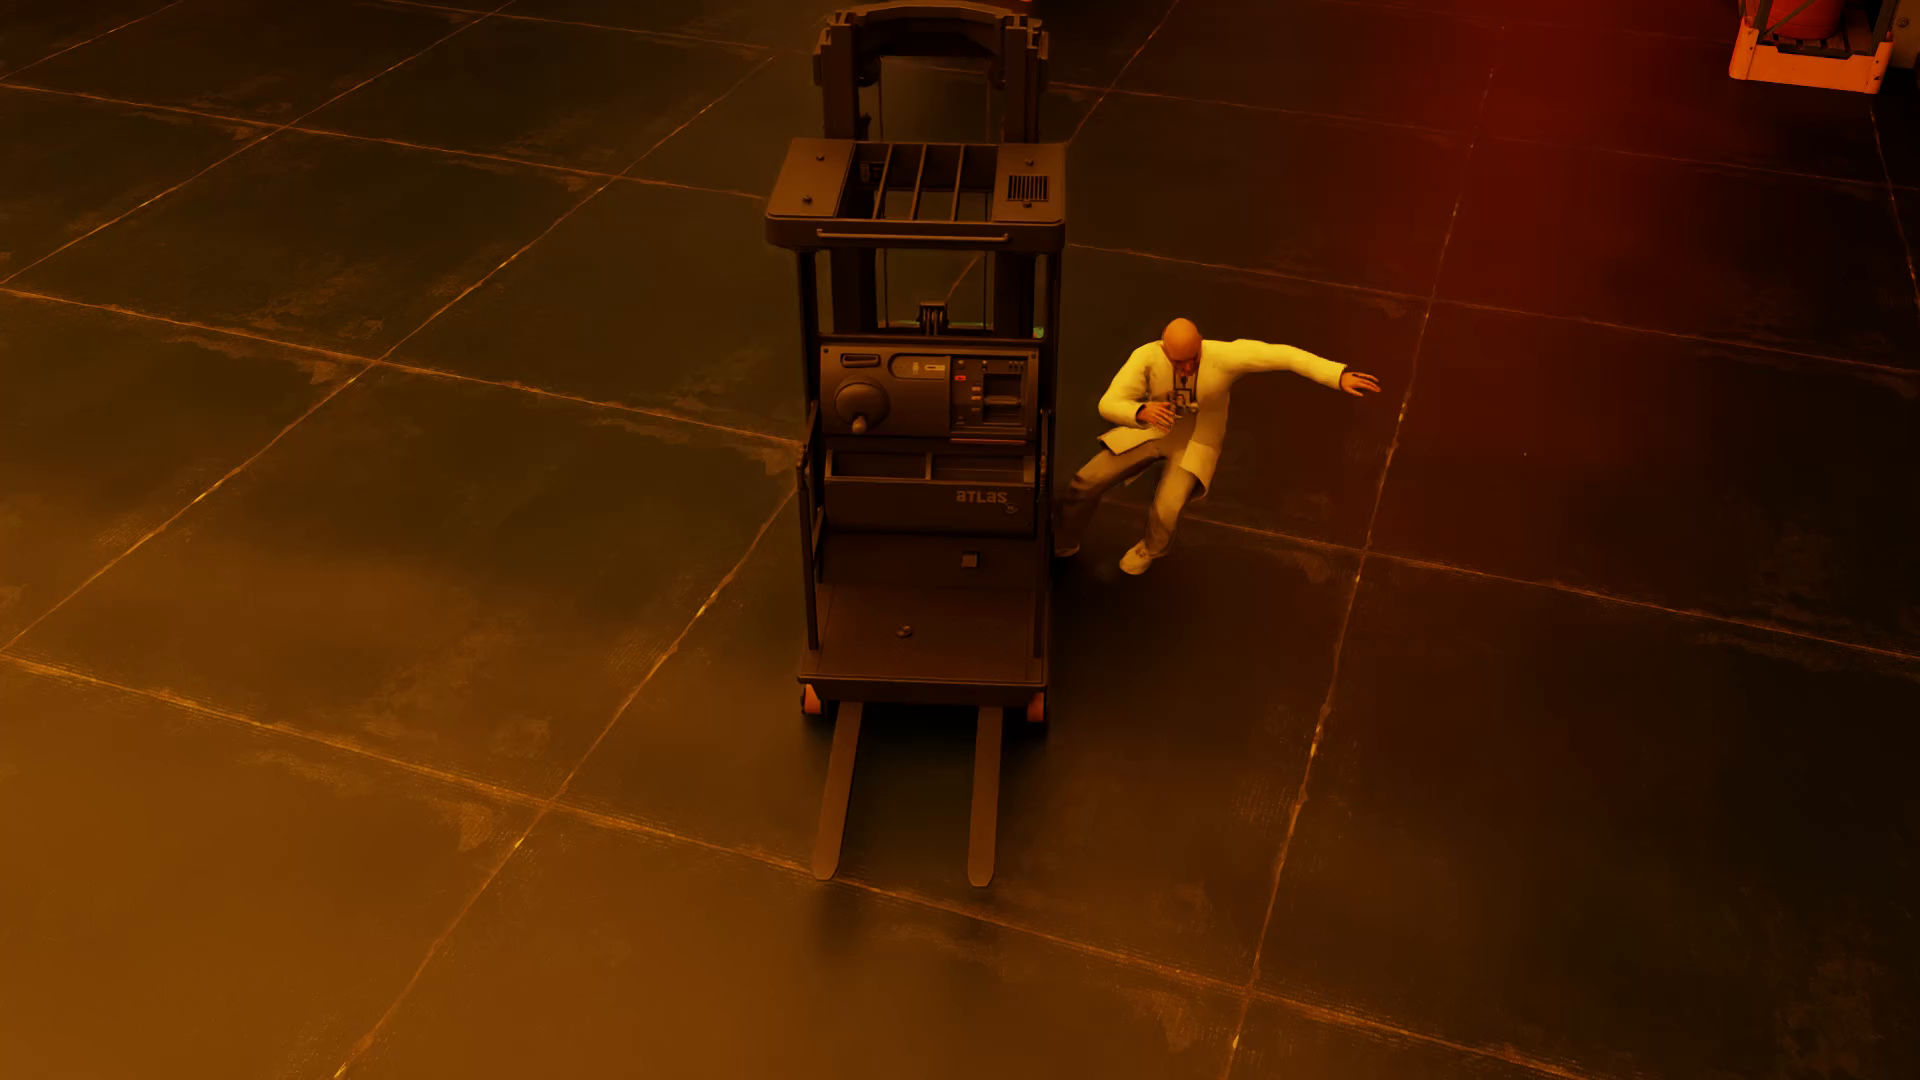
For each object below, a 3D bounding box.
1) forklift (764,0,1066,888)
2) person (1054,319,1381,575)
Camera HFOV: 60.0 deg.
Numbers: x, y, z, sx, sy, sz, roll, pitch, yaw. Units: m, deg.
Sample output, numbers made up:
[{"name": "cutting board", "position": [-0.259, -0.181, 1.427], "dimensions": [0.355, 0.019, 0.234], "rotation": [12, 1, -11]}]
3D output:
[{"name": "forklift", "position": [-0.140, -0.567, 6.911], "dimensions": [1.130, 2.935, 3.031], "rotation": [2, 35, 3]}, {"name": "person", "position": [1.103, -0.385, 7.953], "dimensions": [1.642, 1.460, 0.785], "rotation": [10, 37, 14]}]
